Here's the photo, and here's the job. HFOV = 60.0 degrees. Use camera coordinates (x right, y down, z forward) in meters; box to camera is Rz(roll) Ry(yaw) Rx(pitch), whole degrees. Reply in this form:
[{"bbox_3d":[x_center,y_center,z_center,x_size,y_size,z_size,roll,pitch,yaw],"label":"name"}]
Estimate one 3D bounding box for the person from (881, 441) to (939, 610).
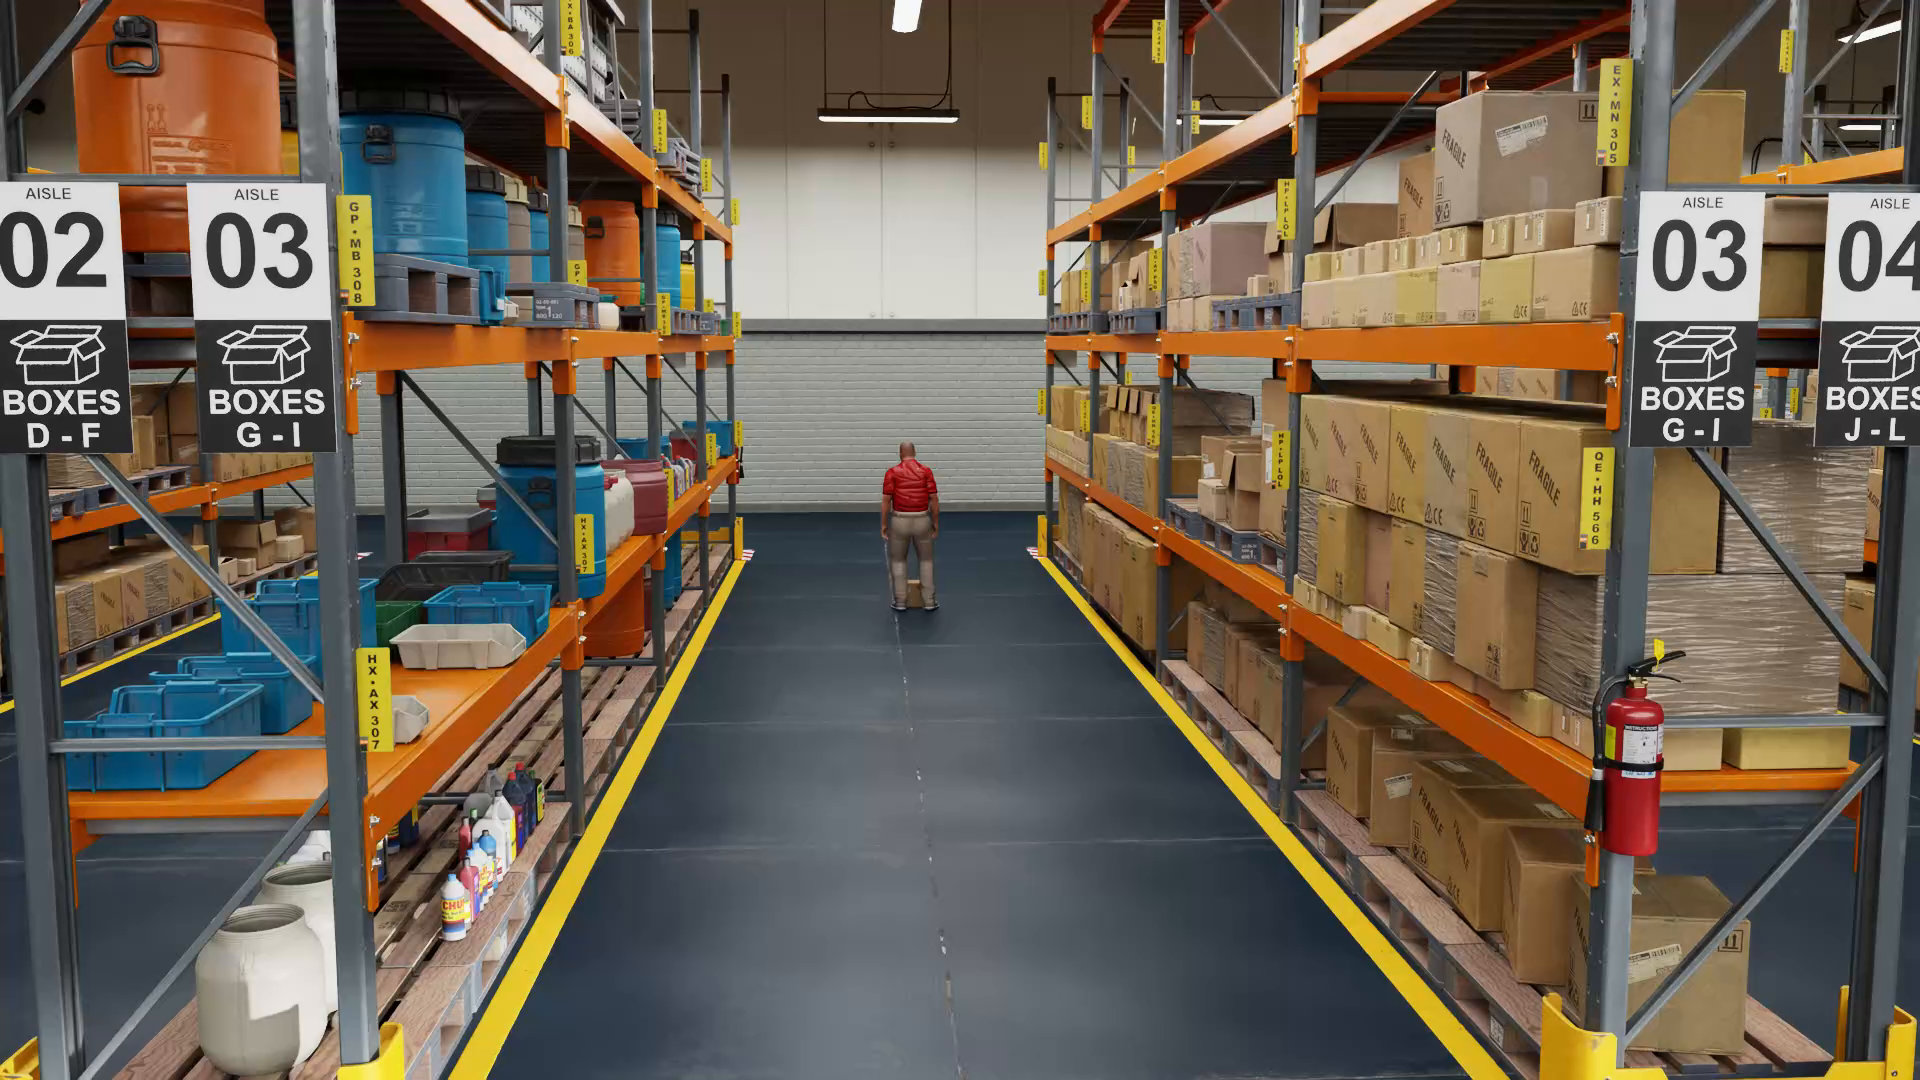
[{"bbox_3d":[-0.506,-0.146,17.017,0.604,1.728,0.385,-1,7,-6],"label":"person"}]
